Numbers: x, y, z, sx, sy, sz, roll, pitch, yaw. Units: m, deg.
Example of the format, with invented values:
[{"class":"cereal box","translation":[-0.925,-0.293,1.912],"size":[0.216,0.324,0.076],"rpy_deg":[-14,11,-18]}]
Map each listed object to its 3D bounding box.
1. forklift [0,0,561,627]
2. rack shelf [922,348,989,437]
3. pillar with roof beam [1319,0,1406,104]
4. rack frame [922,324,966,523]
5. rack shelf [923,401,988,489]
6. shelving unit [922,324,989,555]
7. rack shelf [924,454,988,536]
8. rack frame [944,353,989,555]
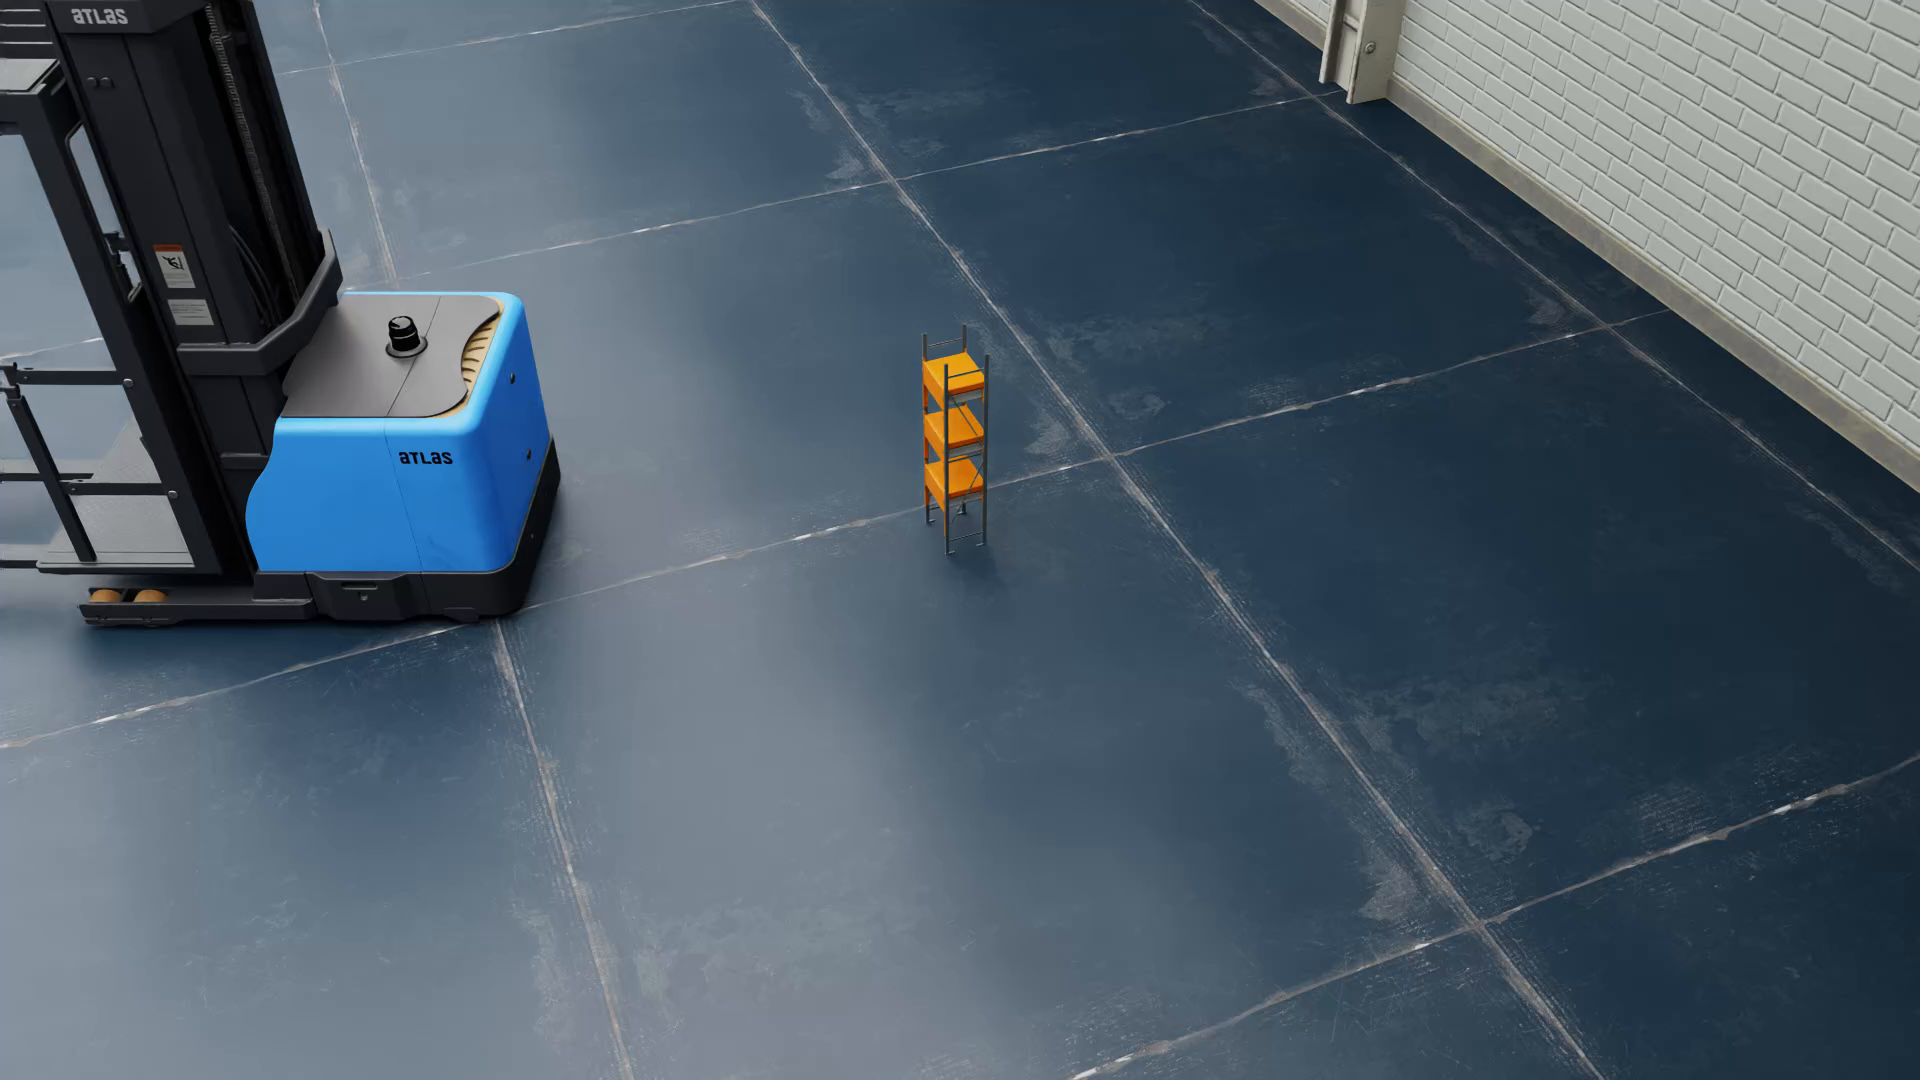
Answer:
[{"class":"forklift","translation":[-3.413,-1.079,6.676],"size":[3.031,2.935,1.130],"rpy_deg":[0,41,0]},{"class":"rack shelf","translation":[-0.020,-0.637,7.186],"size":[0.215,0.259,0.240],"rpy_deg":[-15,43,-17]},{"class":"pillar with roof beam","translation":[-1.323,-5.384,7.028],"size":[9.100,9.000,0.400],"rpy_deg":[-15,43,-17]},{"class":"rack frame","translation":[-0.067,-0.504,7.449],"size":[0.200,1.050,0.008],"rpy_deg":[-15,43,-17]},{"class":"rack shelf","translation":[-0.020,-0.422,7.371],"size":[0.215,0.259,0.240],"rpy_deg":[-15,43,-17]},{"class":"shelving unit","translation":[-0.020,-0.430,7.364],"size":[0.215,1.050,0.252],"rpy_deg":[-15,43,-17]},{"class":"rack shelf","translation":[-0.020,-0.212,7.552],"size":[0.215,0.259,0.240],"rpy_deg":[-15,43,-17]},{"class":"rack frame","translation":[0.026,-0.357,7.278],"size":[0.200,1.050,0.008],"rpy_deg":[-15,43,-17]}]
